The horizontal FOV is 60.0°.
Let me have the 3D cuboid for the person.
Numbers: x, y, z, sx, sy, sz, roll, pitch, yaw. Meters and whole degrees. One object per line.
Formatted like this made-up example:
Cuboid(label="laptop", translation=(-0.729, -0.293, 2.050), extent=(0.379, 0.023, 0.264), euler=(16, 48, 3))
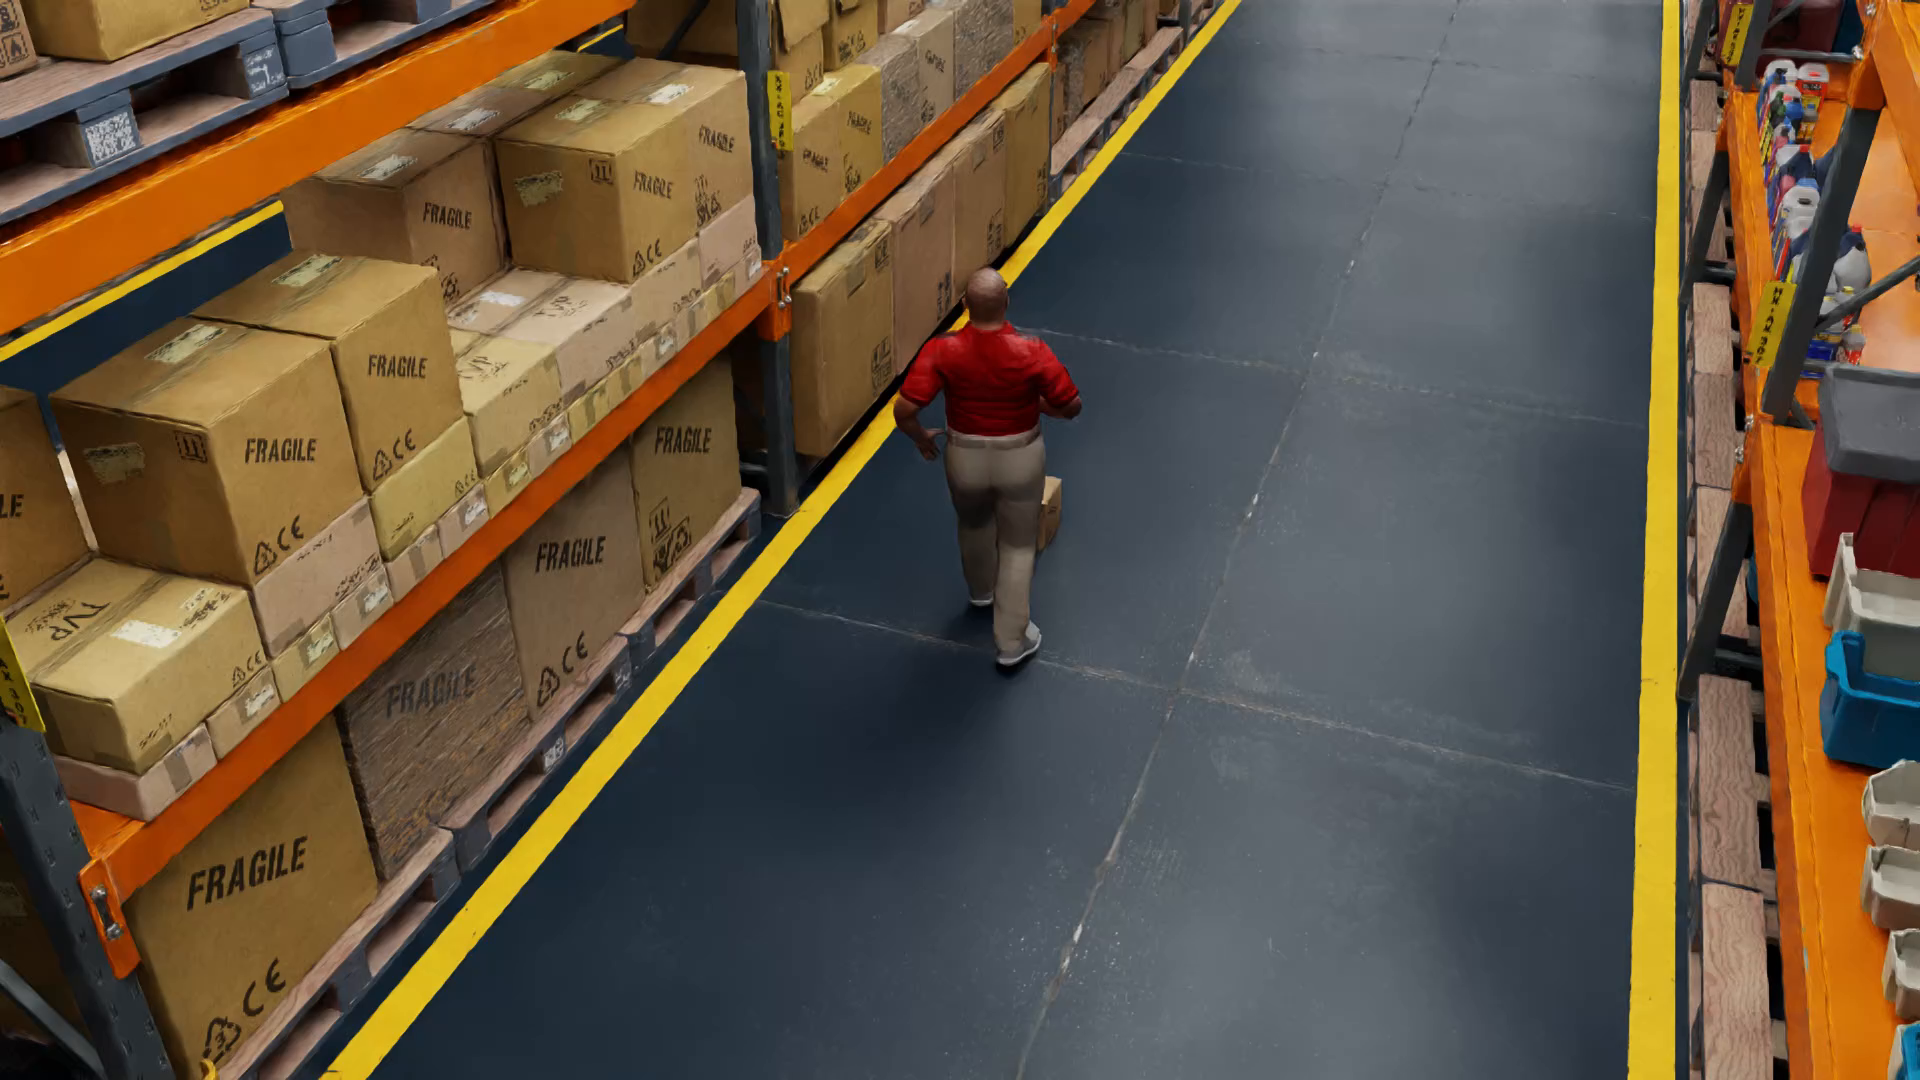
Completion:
Cuboid(label="person", translation=(0.152, -0.362, 6.713), extent=(0.687, 1.726, 0.750), euler=(5, 33, 7))
